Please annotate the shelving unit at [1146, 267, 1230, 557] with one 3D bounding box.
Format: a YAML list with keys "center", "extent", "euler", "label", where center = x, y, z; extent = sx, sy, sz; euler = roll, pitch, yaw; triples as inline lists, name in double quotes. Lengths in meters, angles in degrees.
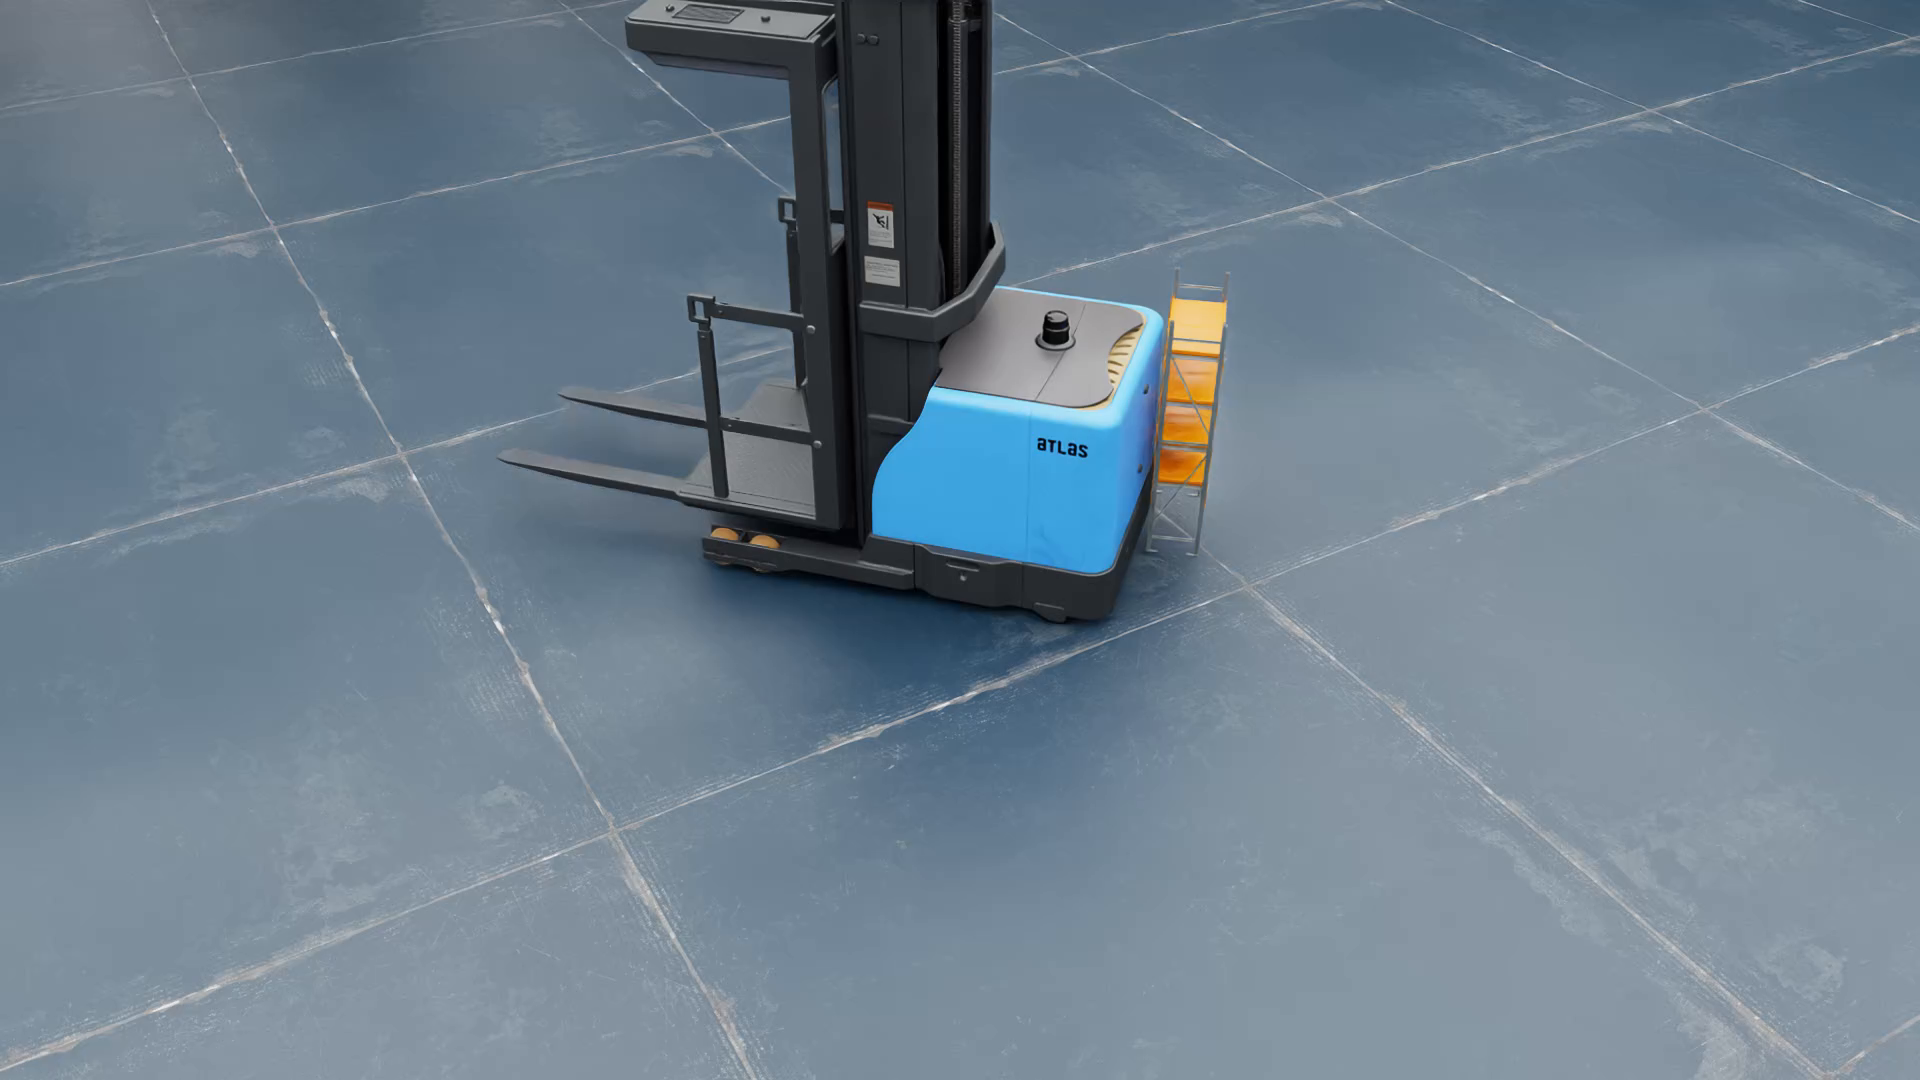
- center: [1.024, -0.564, 7.501]
  extent: [0.258, 1.200, 0.503]
  euler: [6, 37, 6]
  label: "shelving unit"

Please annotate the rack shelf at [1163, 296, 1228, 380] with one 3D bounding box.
- center: [1.031, -0.881, 7.268]
  extent: [0.258, 0.148, 0.480]
  euler: [6, 37, 6]
  label: "rack shelf"

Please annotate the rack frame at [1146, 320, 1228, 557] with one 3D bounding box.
- center: [0.987, -0.422, 7.306]
  extent: [0.240, 1.200, 0.015]
  euler: [6, 37, 6]
  label: "rack frame"

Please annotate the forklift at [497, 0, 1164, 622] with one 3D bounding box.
- center: [-0.664, -1.324, 7.077]
  extent: [3.031, 2.935, 1.130]
  euler: [10, 37, 14]
  label: "forklift"

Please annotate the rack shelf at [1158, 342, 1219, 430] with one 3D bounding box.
- center: [1.027, -0.690, 7.408]
  extent: [0.258, 0.148, 0.480]
  euler: [6, 37, 6]
  label: "rack shelf"

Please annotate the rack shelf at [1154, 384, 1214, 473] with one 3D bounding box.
- center: [1.022, -0.510, 7.541]
  extent: [0.258, 0.148, 0.480]
  euler: [6, 37, 6]
  label: "rack shelf"

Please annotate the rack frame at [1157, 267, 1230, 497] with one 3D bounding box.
- center: [1.060, -0.707, 7.695]
  extent: [0.240, 1.200, 0.015]
  euler: [6, 37, 6]
  label: "rack frame"

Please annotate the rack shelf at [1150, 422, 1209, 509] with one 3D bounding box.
- center: [1.019, -0.350, 7.658]
  extent: [0.258, 0.148, 0.480]
  euler: [6, 37, 6]
  label: "rack shelf"
